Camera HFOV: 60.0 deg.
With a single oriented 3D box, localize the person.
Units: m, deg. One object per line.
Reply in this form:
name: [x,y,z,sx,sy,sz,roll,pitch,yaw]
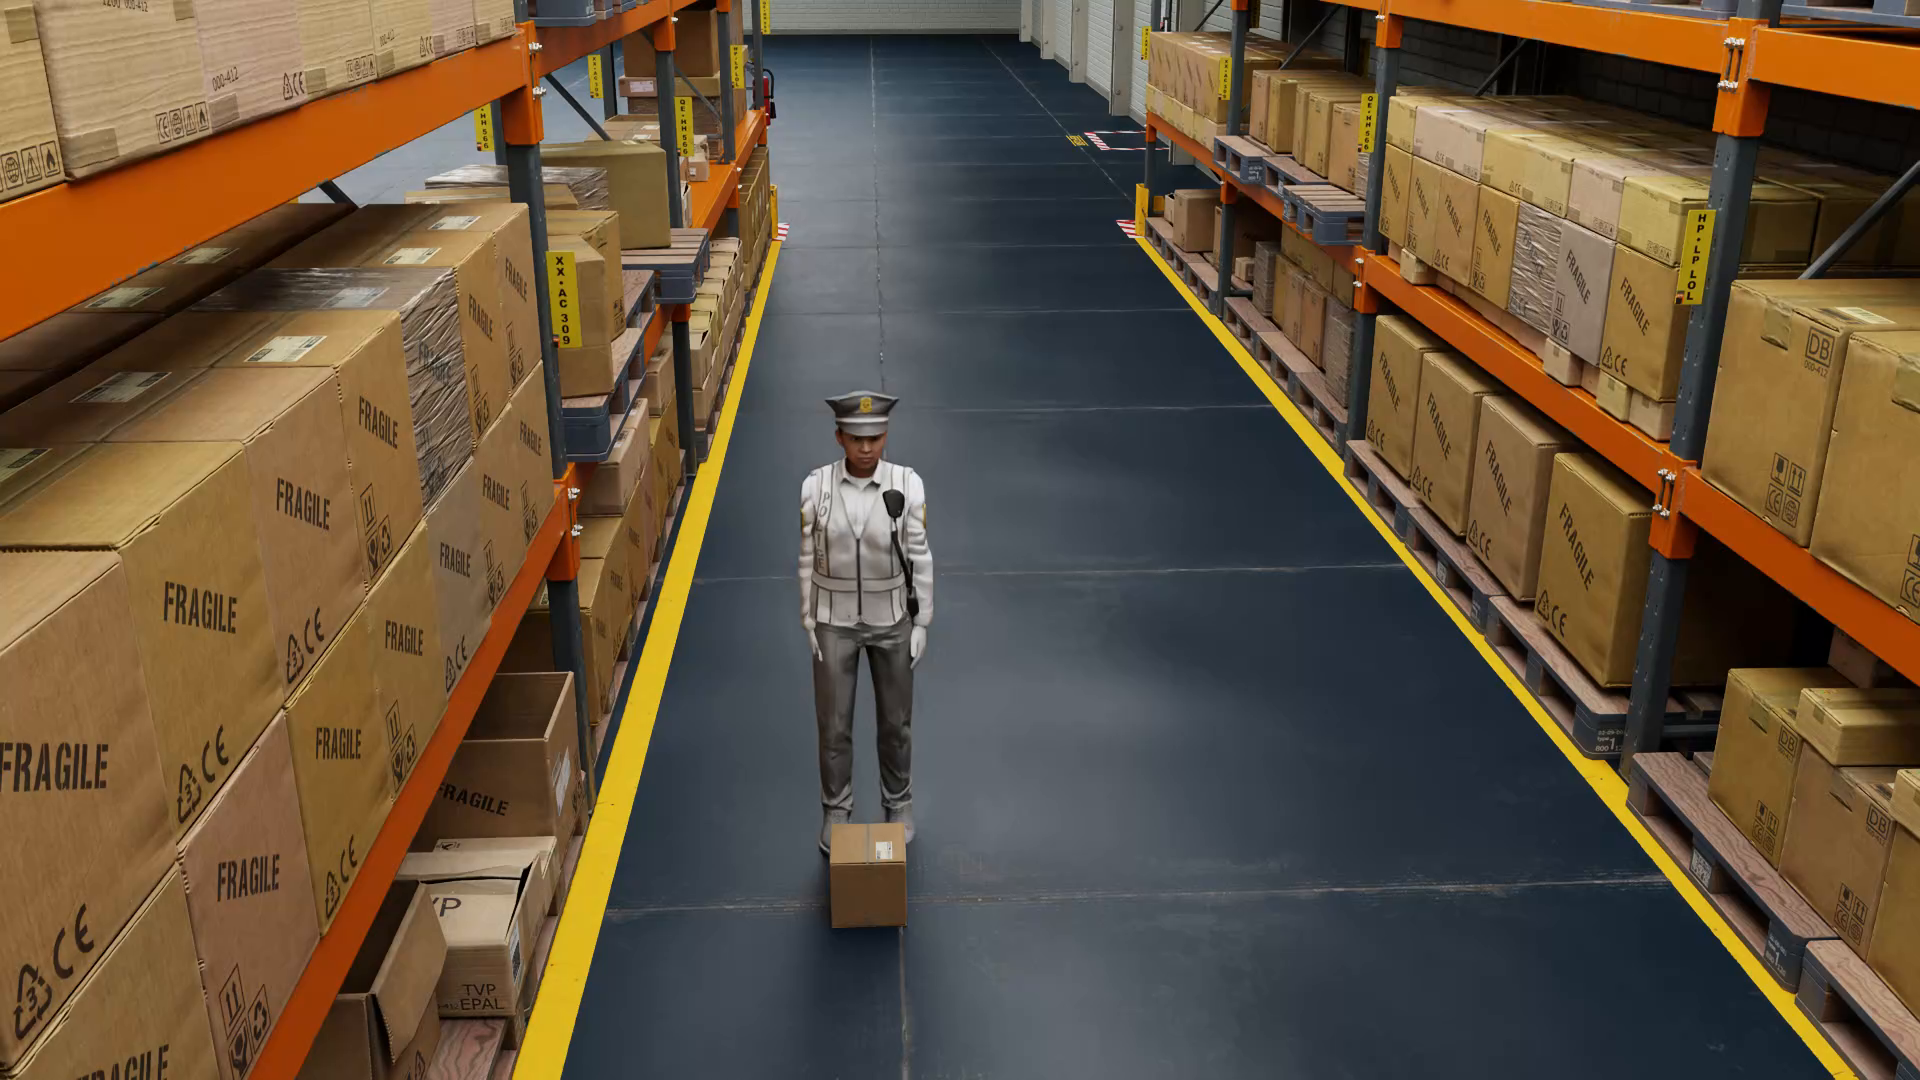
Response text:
person: [-0.325,0.308,5.789,0.466,1.722,0.357,-1,21,-2]
